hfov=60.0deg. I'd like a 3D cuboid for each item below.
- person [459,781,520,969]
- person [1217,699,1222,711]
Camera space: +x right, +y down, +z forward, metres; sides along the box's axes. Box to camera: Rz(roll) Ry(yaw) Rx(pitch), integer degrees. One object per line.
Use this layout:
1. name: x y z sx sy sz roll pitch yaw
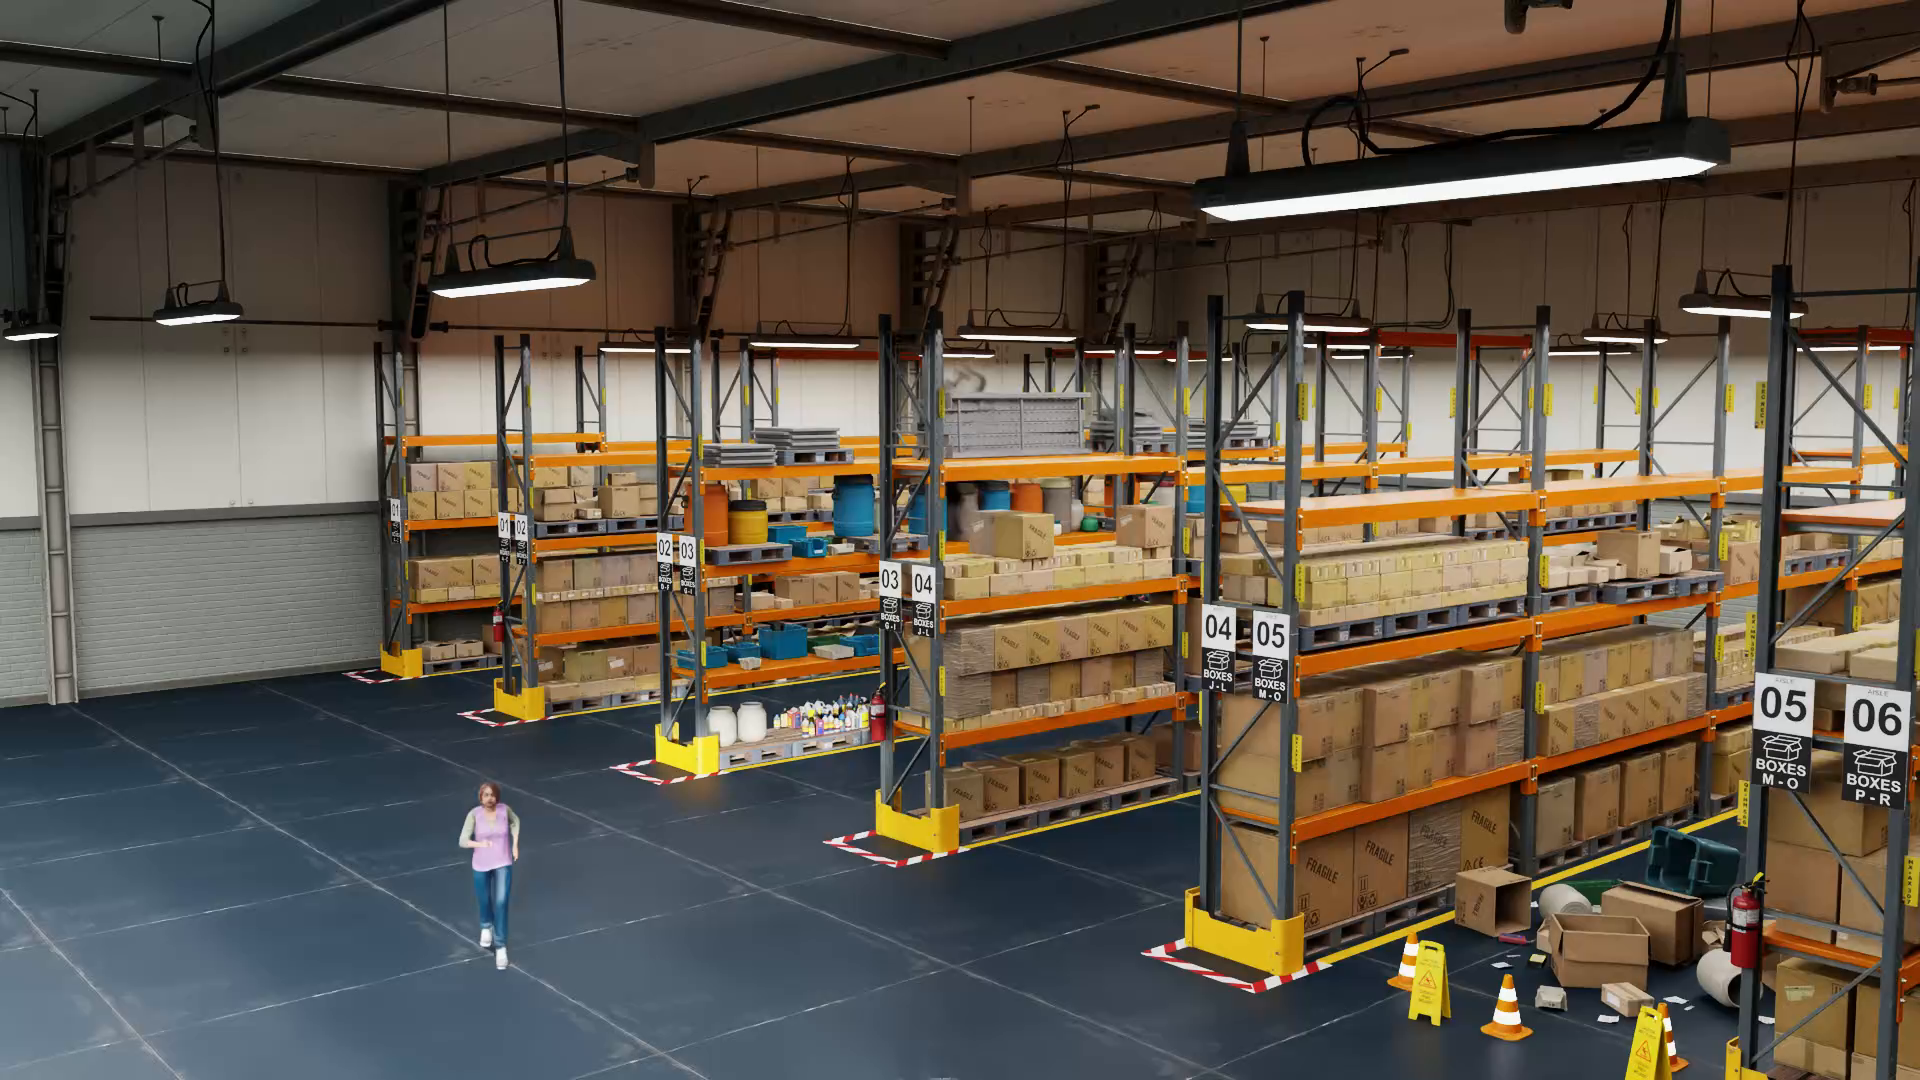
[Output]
1. person: -4.255 2.988 15.076 0.530 1.649 0.770 -1 5 -16
2. person: 3.806 1.720 24.957 0.695 1.819 0.907 4 7 41
